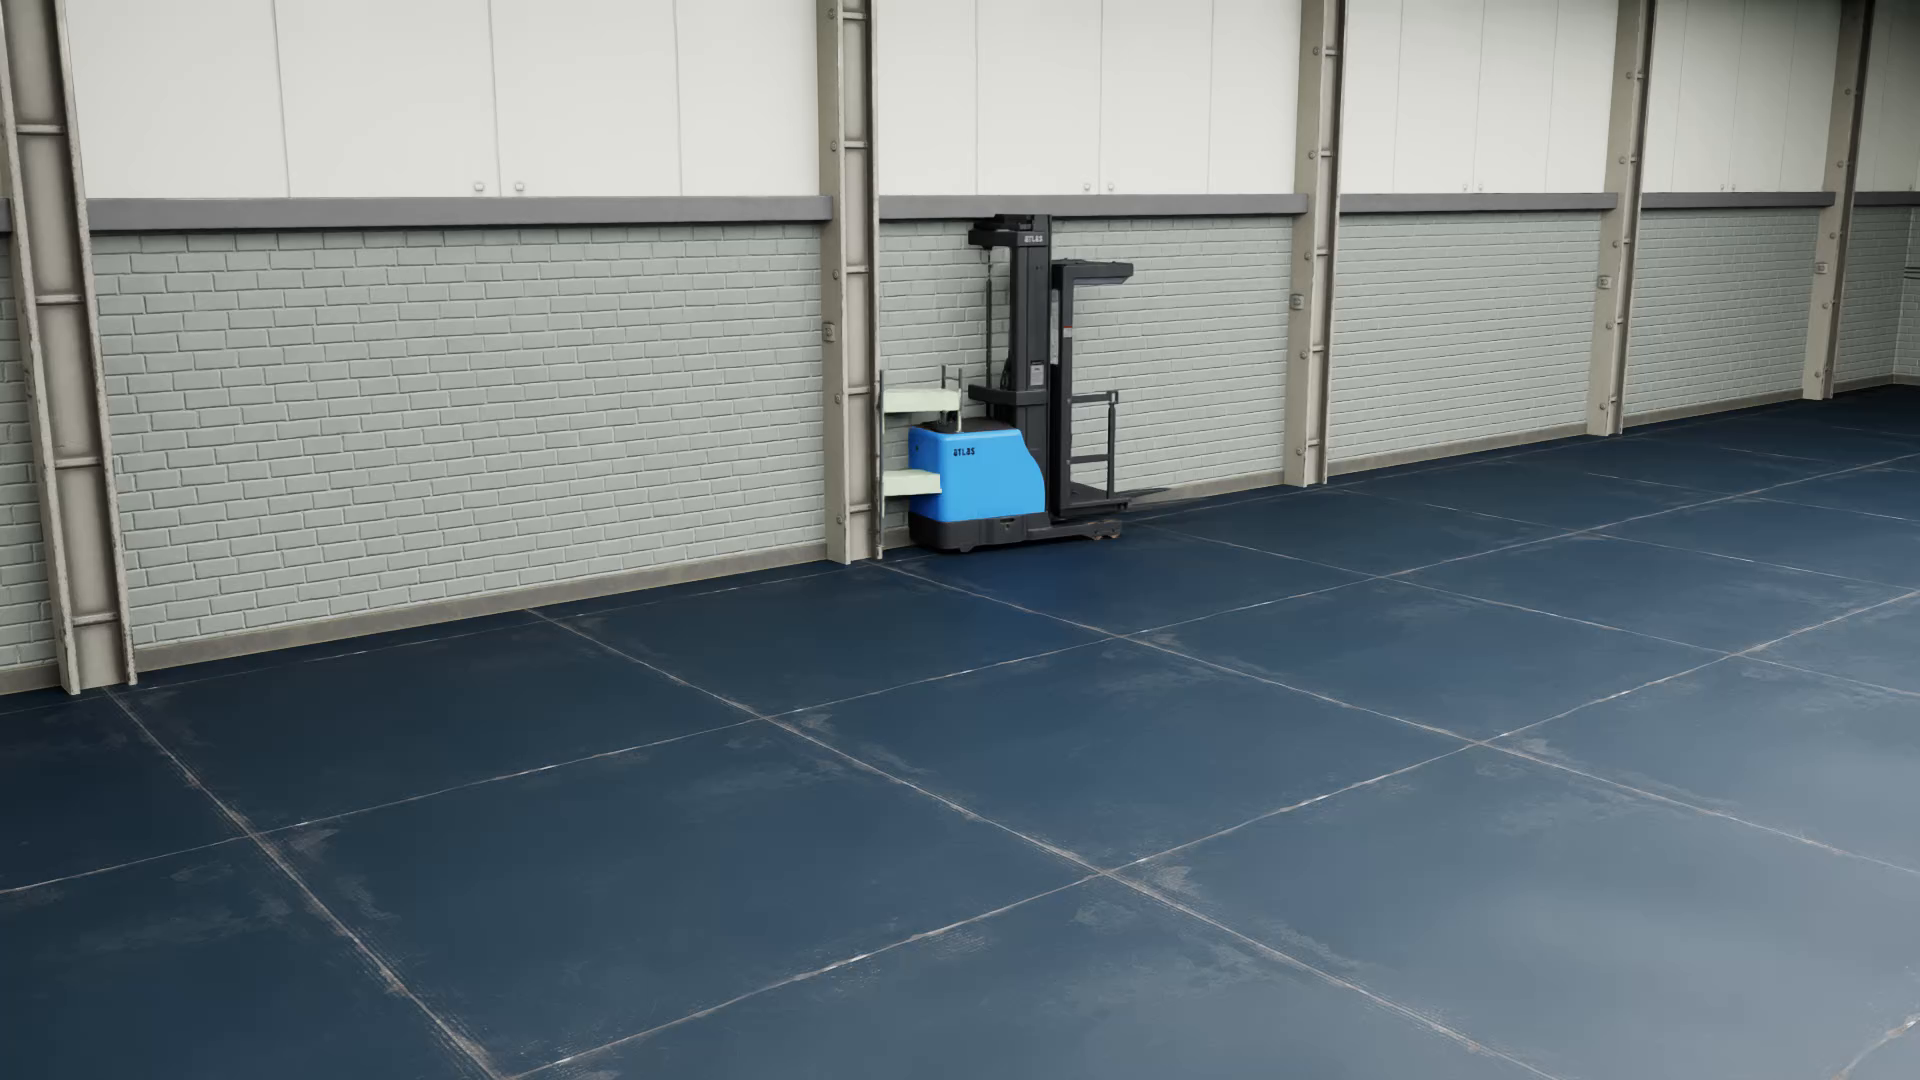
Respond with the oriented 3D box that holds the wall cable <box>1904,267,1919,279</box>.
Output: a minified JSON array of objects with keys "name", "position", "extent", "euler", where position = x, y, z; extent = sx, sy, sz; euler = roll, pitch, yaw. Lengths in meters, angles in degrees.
[{"name":"wall cable","position":[16.258,-5.227,25.678],"extent":[0.112,2.526,3.097],"euler":[-9,15,-38]}]

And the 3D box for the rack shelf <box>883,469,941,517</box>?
[{"name":"rack shelf","position":[-0.415,-0.430,14.548],"extent":[0.720,0.370,0.431],"euler":[-4,11,-24]}]

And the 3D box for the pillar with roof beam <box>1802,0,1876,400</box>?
[{"name":"pillar with roof beam","position":[15.821,-5.880,21.277],"extent":[0.400,9.000,9.100],"euler":[-9,15,-38]}]

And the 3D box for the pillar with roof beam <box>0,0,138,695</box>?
[{"name":"pillar with roof beam","position":[-2.920,-2.766,6.611],"extent":[0.400,9.000,9.100],"euler":[-9,15,-38]}]

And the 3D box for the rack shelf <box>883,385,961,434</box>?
[{"name":"rack shelf","position":[-0.407,-1.136,14.425],"extent":[0.720,0.370,0.431],"euler":[-4,11,-24]}]

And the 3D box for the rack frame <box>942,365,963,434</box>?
[{"name":"rack frame","position":[-0.077,-0.774,14.641],"extent":[0.023,1.500,0.400],"euler":[-4,11,-24]}]

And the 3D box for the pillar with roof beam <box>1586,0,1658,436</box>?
[{"name":"pillar with roof beam","position":[11.136,-5.102,17.611],"extent":[0.400,9.000,9.100],"euler":[-9,15,-38]}]

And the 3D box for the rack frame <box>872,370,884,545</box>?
[{"name":"rack frame","position":[-0.745,-0.729,14.343],"extent":[0.023,1.500,0.400],"euler":[-4,11,-24]}]

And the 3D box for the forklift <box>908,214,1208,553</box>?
[{"name":"forklift","position":[0.912,-1.522,15.361],"extent":[3.031,2.935,1.130],"euler":[-7,14,-28]}]

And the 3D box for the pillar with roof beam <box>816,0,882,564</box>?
[{"name":"pillar with roof beam","position":[1.765,-3.544,10.278],"extent":[0.400,9.000,9.100],"euler":[-9,15,-38]}]

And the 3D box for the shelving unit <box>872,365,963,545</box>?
[{"name":"shelving unit","position":[-0.411,-0.751,14.492],"extent":[0.755,1.500,0.431],"euler":[-4,11,-24]}]

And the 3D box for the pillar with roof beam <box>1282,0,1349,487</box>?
[{"name":"pillar with roof beam","position":[6.451,-4.323,13.944],"extent":[0.400,9.000,9.100],"euler":[-9,15,-38]}]
